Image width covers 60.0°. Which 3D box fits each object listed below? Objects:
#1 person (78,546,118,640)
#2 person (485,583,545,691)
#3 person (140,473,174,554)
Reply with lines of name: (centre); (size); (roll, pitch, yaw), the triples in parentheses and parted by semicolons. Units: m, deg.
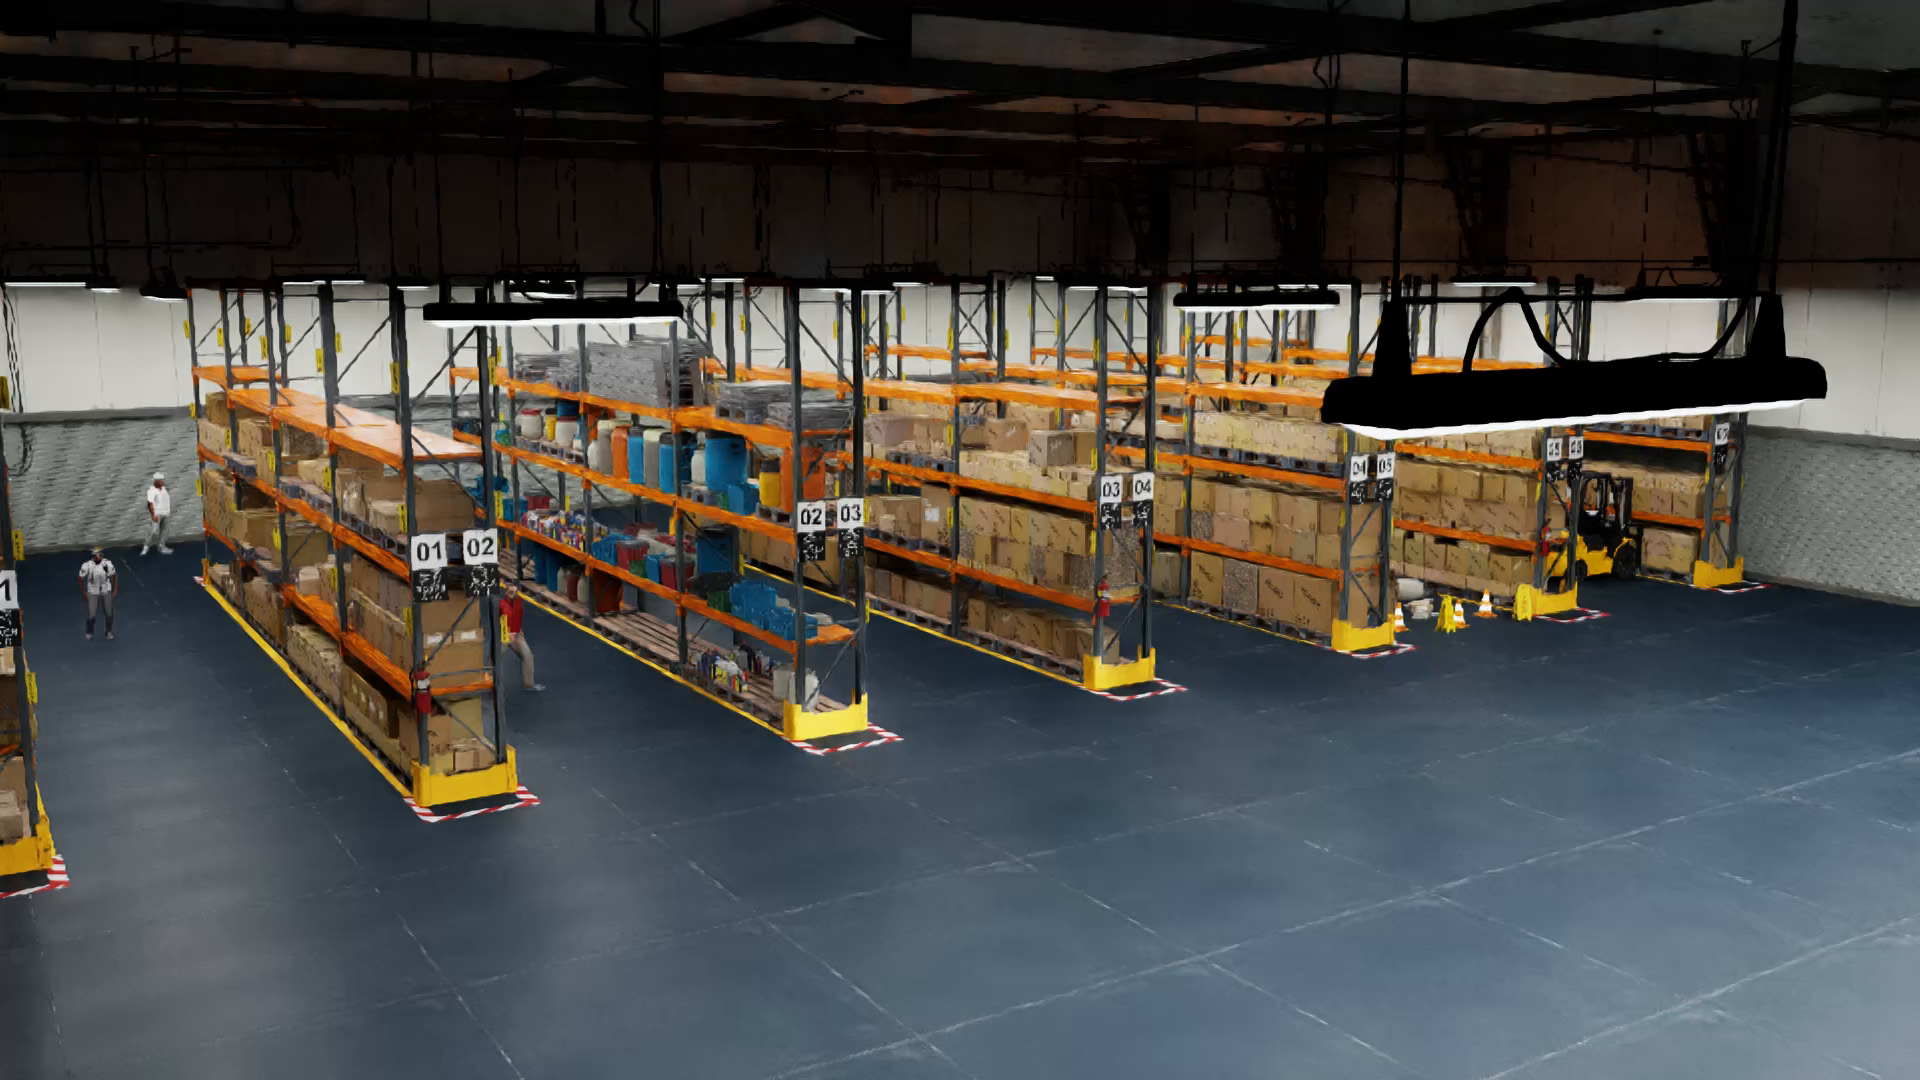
person: (-14.465, 0.879, 27.936); (0.592, 1.629, 0.531); (-7, 12, -34)
person: (-6.656, 1.425, 24.500); (0.860, 1.652, 0.691); (8, 13, 40)
person: (-17.503, -0.567, 36.116); (0.497, 1.760, 0.737); (2, 10, 12)
